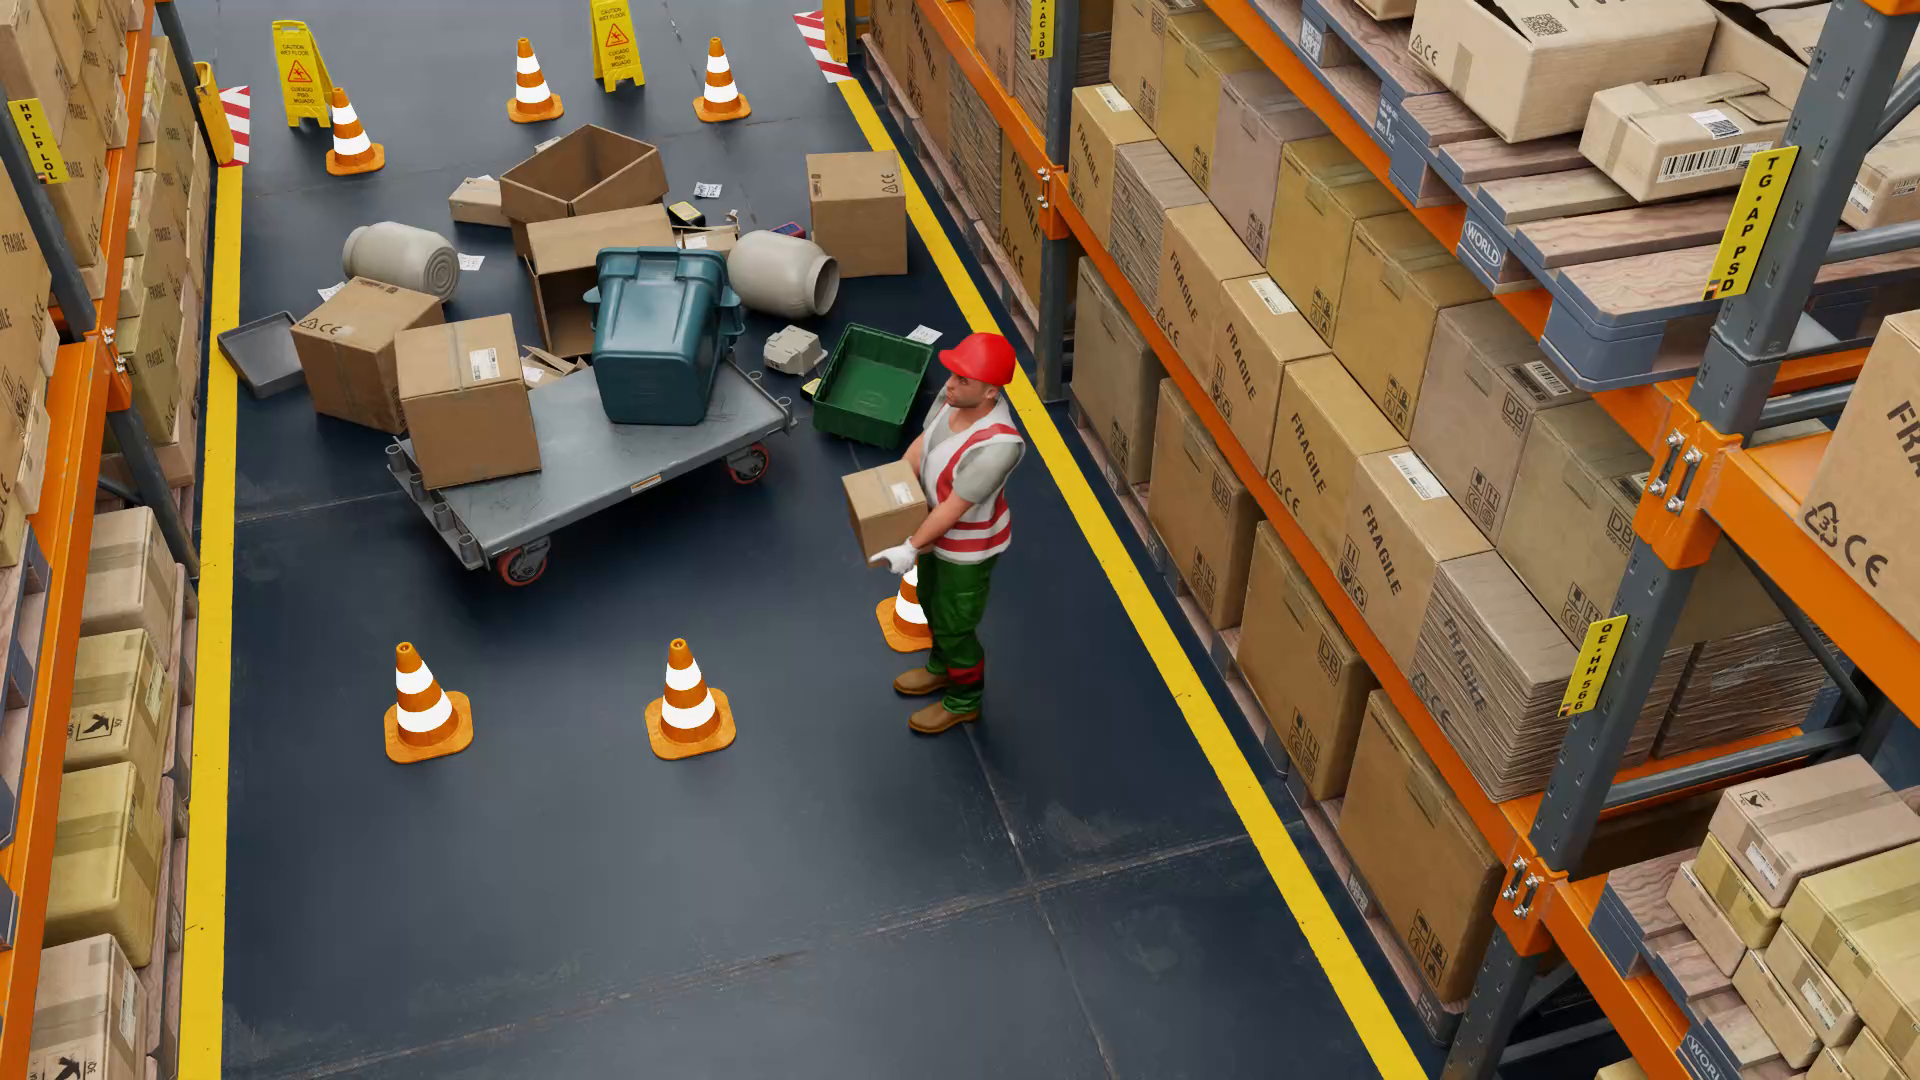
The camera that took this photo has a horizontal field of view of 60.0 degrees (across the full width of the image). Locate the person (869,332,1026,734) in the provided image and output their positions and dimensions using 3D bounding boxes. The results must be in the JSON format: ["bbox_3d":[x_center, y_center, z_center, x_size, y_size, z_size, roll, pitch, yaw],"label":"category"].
[{"bbox_3d":[-0.087,0.007,6.139,0.573,1.782,0.494,-12,43,-13],"label":"person"}]
